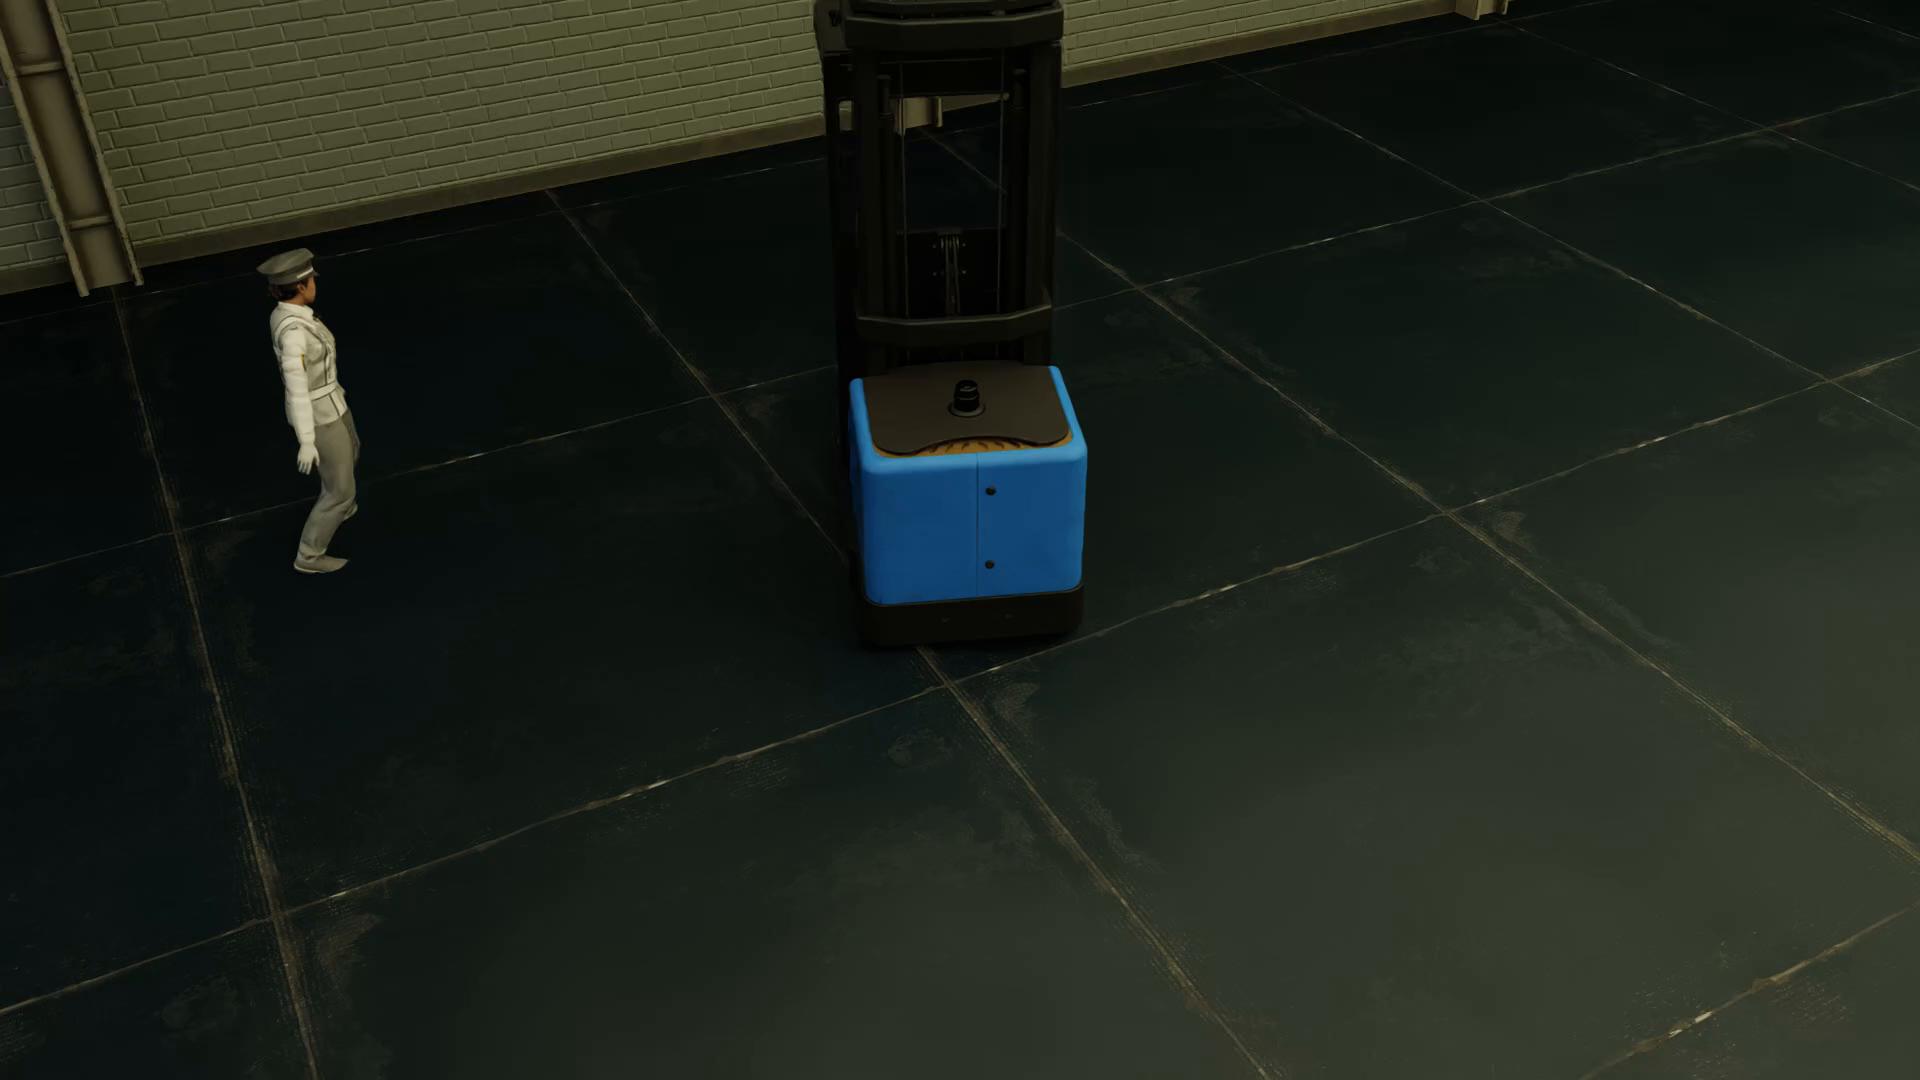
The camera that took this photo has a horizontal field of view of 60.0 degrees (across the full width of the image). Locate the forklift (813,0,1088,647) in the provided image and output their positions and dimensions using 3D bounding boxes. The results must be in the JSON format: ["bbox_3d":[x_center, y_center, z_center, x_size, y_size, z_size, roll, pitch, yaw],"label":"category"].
[{"bbox_3d":[-0.115,-1.534,8.294,1.130,2.935,3.031,-4,35,-6],"label":"forklift"}]

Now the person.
[{"bbox_3d":[-3.206,-0.582,8.147,0.452,1.648,0.813,-13,37,-17],"label":"person"}]
